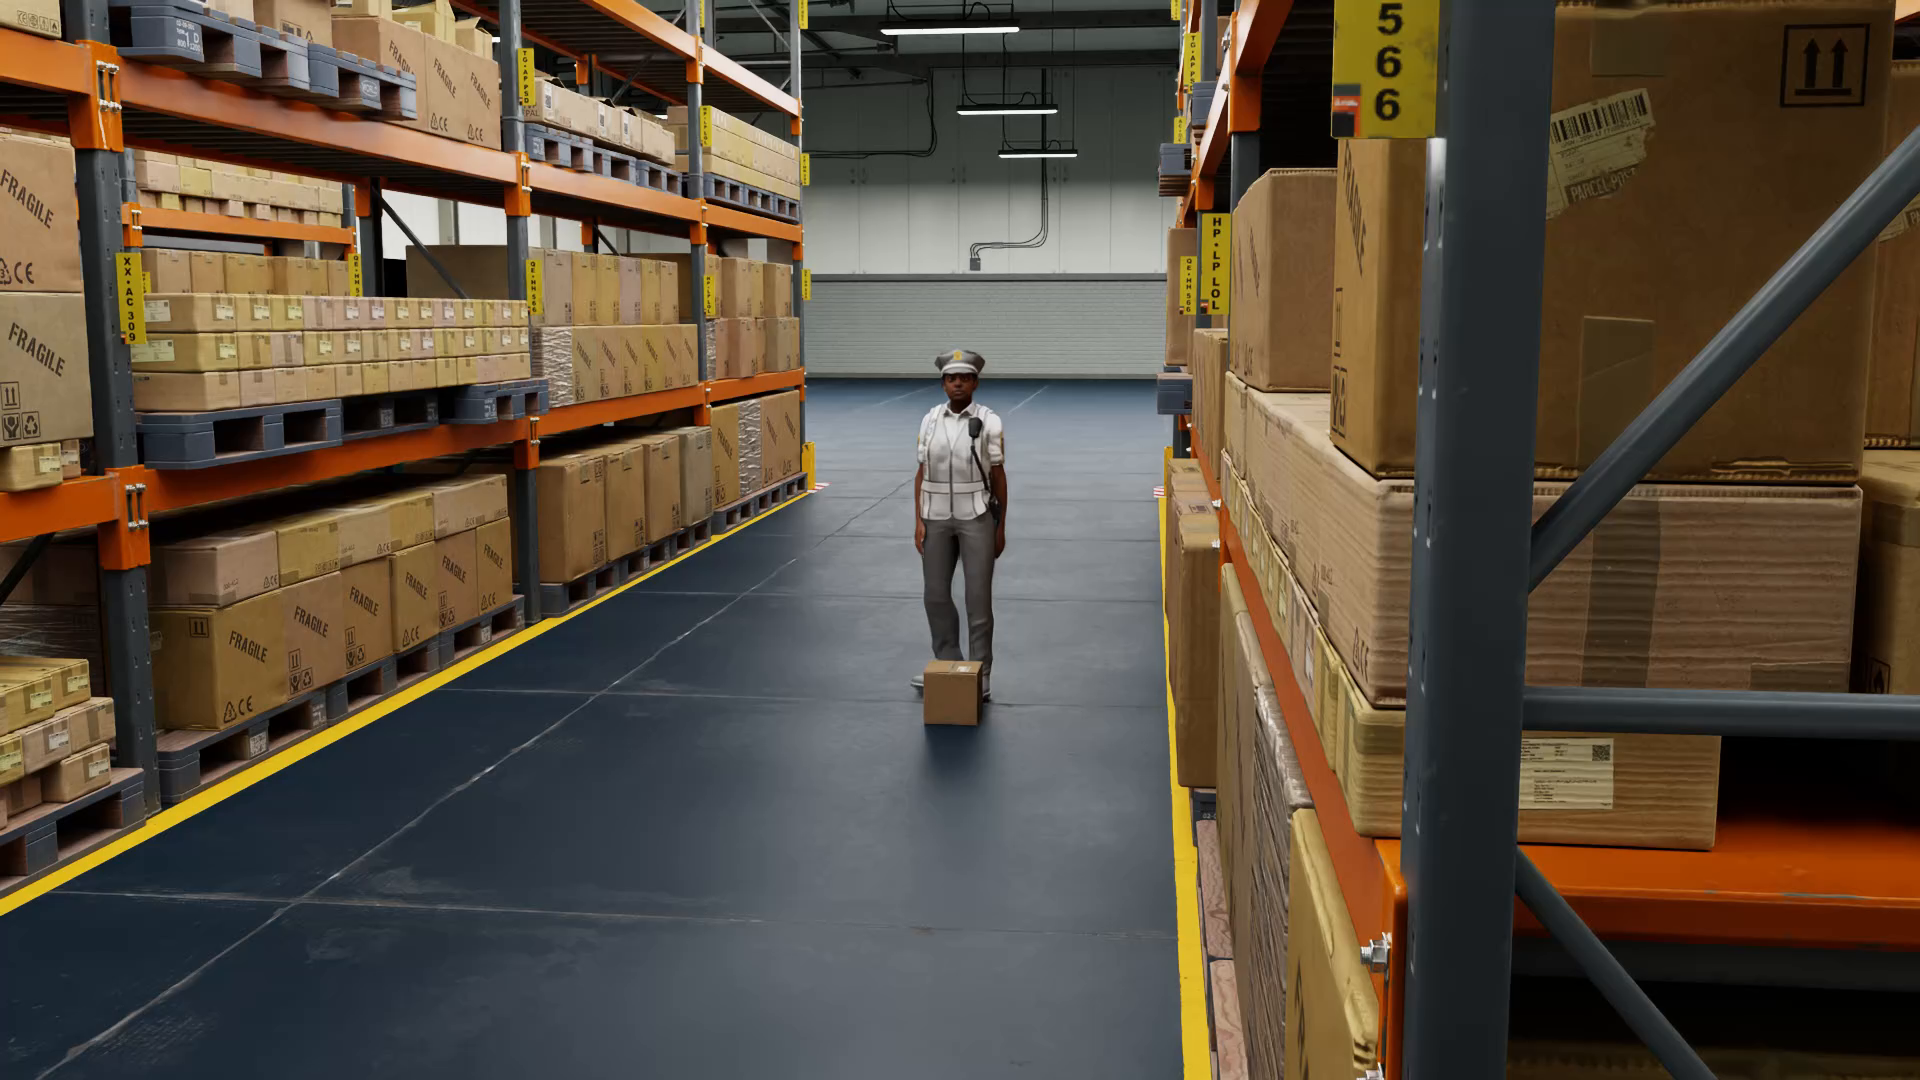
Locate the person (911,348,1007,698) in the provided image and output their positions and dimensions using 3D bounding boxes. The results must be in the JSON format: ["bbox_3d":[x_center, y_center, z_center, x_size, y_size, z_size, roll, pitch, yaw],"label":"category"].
[{"bbox_3d":[-0.013,-0.090,8.200,0.481,1.701,0.393,2,8,14],"label":"person"}]
